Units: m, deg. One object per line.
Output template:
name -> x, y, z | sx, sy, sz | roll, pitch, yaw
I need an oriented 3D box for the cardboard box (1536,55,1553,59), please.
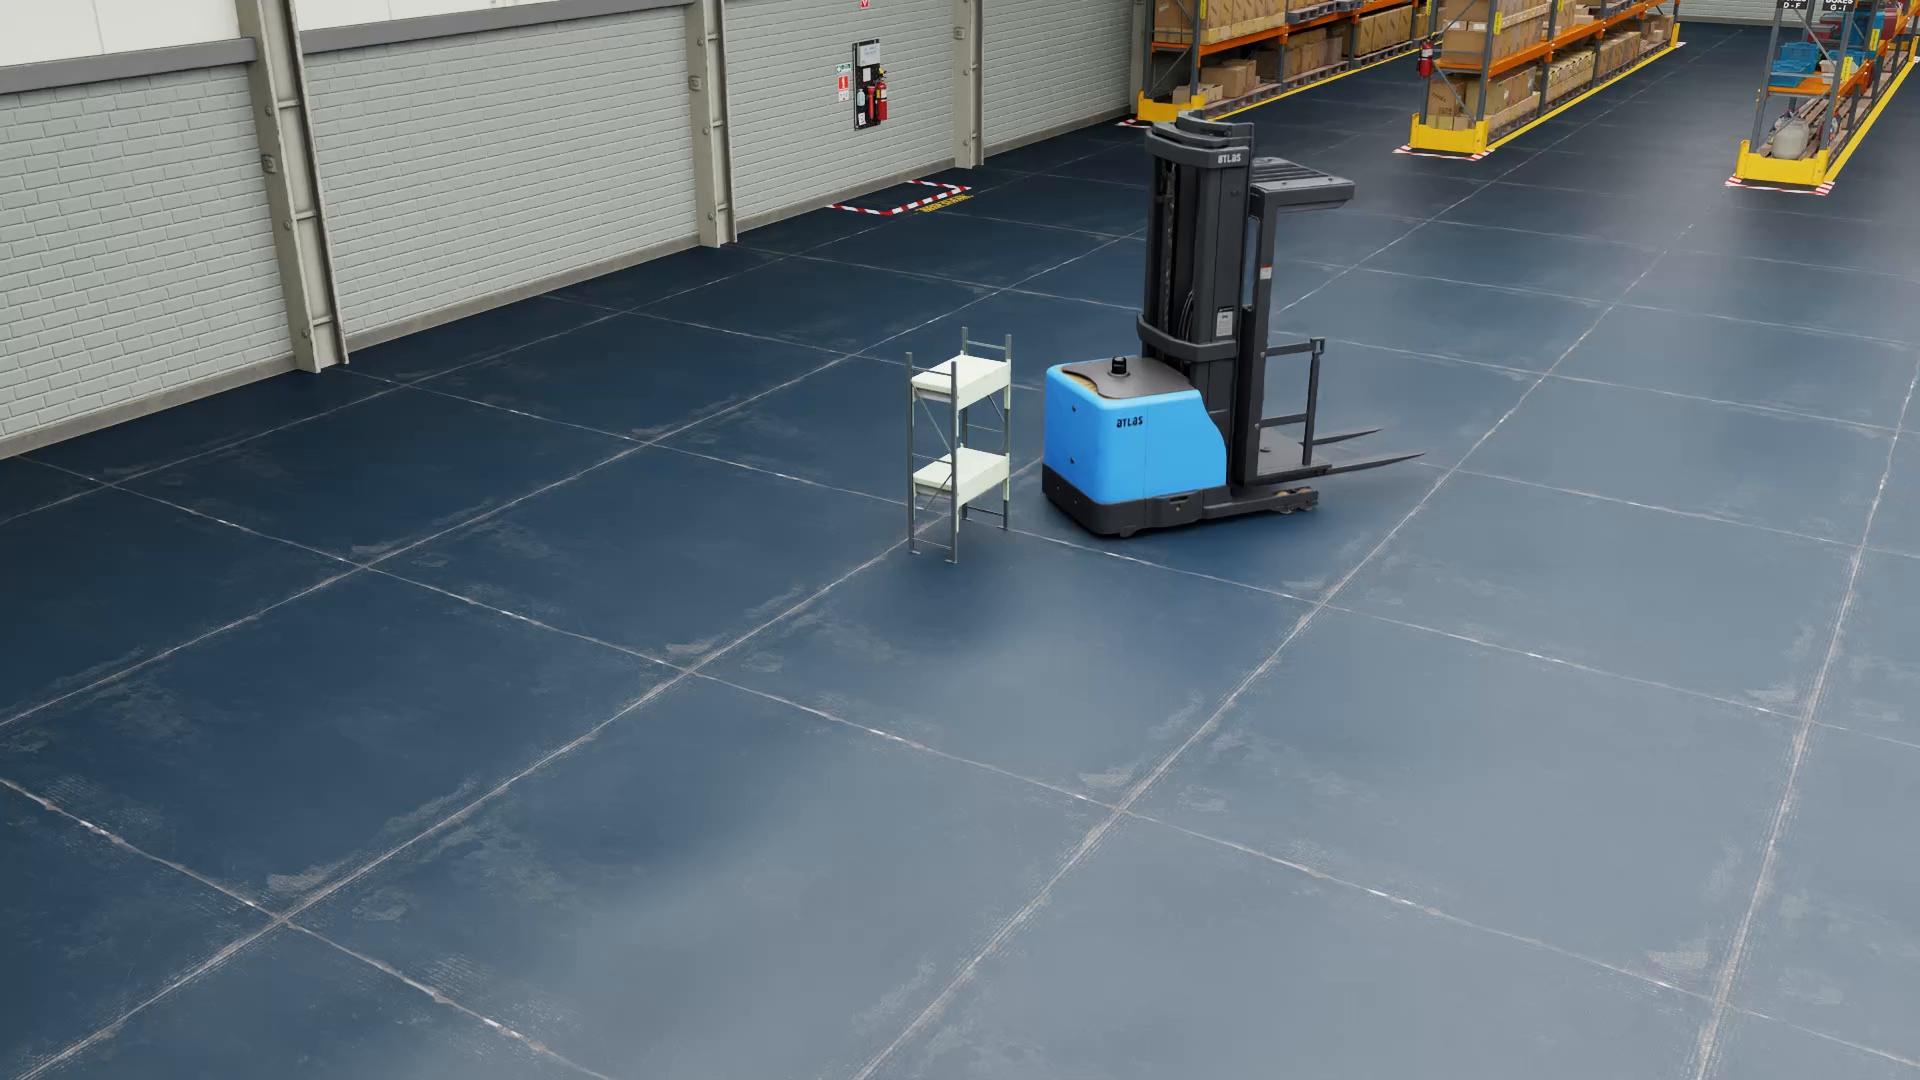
cardboard box -> 11.024, -9.118, 31.764 | 0.500, 0.311, 0.500 | 13, 27, 28

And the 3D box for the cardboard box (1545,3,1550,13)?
cardboard box -> 10.019, -9.253, 28.906 | 0.380, 0.149, 0.250 | 14, 27, 29

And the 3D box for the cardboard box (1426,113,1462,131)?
cardboard box -> 7.902, -6.870, 27.275 | 0.500, 0.250, 0.500 | 14, 27, 29

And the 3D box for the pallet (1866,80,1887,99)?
pallet -> 17.321, -8.762, 32.224 | 1.003, 0.211, 1.213 | 14, 27, 29

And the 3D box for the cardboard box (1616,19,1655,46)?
cardboard box -> 15.187, -11.437, 37.483 | 0.797, 0.503, 0.637 | 14, 27, 29

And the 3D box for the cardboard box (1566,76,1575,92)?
cardboard box -> 11.214, -8.580, 31.227 | 0.500, 0.250, 0.500 | 14, 27, 30

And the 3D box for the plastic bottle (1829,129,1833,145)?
plastic bottle -> 13.531, -6.302, 25.913 | 0.097, 0.271, 0.097 | 0, 23, 0

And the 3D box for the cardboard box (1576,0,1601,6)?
cardboard box -> 12.327, -10.871, 32.931 | 0.700, 0.500, 0.500 | 5, 24, 11

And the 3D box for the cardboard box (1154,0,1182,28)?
cardboard box -> 3.728, -9.221, 28.994 | 0.500, 0.500, 0.500 | 14, 27, 28

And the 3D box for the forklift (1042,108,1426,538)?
forklift -> 2.204, -1.728, 12.552 | 3.031, 2.935, 1.130 | -9, 25, -21

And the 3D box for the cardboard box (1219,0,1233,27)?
cardboard box -> 4.436, -9.280, 29.131 | 0.500, 0.500, 0.500 | 14, 27, 29

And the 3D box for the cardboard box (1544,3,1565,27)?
cardboard box -> 10.677, -9.525, 30.352 | 0.500, 0.500, 0.500 | 16, 28, 33

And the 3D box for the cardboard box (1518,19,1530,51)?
cardboard box -> 9.211, -8.593, 28.198 | 0.700, 0.500, 0.500 | 14, 27, 30

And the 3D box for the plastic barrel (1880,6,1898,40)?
plastic barrel -> 16.309, -9.199, 29.552 | 0.600, 0.536, 0.708 | 14, 27, 29

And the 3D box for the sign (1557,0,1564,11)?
sign -> 10.453, -9.364, 28.915 | 0.100, 0.325, 0.005 | 14, 27, 29

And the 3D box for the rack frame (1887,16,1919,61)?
rack frame -> 20.517, -12.057, 36.325 | 1.000, 3.000, 0.127 | 14, 27, 29

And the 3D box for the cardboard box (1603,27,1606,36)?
cardboard box -> 13.211, -10.695, 34.829 | 0.500, 0.250, 0.500 | 14, 27, 29

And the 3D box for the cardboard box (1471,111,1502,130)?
cardboard box -> 8.603, -6.931, 27.416 | 0.500, 0.250, 0.500 | 14, 27, 29

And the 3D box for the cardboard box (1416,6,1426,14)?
cardboard box -> 10.807, -12.434, 38.999 | 0.380, 0.149, 0.250 | 15, 28, 31

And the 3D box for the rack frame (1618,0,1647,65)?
rack frame -> 14.200, -11.746, 35.607 | 1.000, 3.000, 0.127 | 14, 27, 29

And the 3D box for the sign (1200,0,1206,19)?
sign -> 4.121, -9.016, 28.212 | 0.100, 0.325, 0.005 | 14, 27, 29

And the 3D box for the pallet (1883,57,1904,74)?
pallet -> 19.404, -10.097, 35.307 | 1.003, 0.211, 1.213 | 14, 27, 29

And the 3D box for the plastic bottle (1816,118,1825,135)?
plastic bottle -> 13.851, -6.639, 26.684 | 0.152, 0.276, 0.135 | 14, 27, 29

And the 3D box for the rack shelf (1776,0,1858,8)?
rack shelf -> 13.132, -8.378, 24.957 | 1.077, 0.370, 4.000 | 14, 27, 29

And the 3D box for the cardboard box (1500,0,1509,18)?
cardboard box -> 8.428, -8.688, 26.786 | 0.700, 0.500, 0.500 | 13, 27, 28

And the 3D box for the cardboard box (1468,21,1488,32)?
cardboard box -> 8.260, -8.127, 26.304 | 0.380, 0.149, 0.250 | 14, 27, 29

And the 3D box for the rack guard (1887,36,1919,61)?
rack guard -> 20.518, -10.920, 36.847 | 1.175, 0.500, 0.348 | 14, 27, 29

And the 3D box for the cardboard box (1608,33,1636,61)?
cardboard box -> 13.916, -10.409, 35.112 | 0.500, 0.500, 0.500 | 14, 27, 29

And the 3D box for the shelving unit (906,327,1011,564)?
shelving unit -> -0.004, -0.686, 11.947 | 0.431, 1.500, 0.755 | 14, 27, 29

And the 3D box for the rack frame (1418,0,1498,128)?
rack frame -> 7.871, -7.696, 26.251 | 1.000, 3.000, 0.127 | 14, 27, 29

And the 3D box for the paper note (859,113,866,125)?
paper note -> -1.358, -5.850, 23.095 | 0.016, 0.148, 0.142 | 14, 27, 29

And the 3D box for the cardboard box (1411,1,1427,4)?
cardboard box -> 11.044, -12.875, 40.016 | 0.380, 0.149, 0.250 | 14, 27, 29

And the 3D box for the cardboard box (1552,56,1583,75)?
cardboard box -> 11.486, -9.009, 31.512 | 0.500, 0.311, 0.500 | 14, 27, 29

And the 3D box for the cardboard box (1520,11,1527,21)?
cardboard box -> 9.210, -8.734, 27.708 | 0.380, 0.149, 0.250 | 15, 28, 31

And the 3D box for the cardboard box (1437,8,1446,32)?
cardboard box -> 11.287, -12.582, 40.157 | 0.700, 0.500, 0.500 | 13, 27, 27

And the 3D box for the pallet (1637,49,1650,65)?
pallet -> 14.563, -10.698, 36.696 | 1.003, 0.211, 1.213 | 14, 27, 29

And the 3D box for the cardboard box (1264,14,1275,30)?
cardboard box -> 5.508, -9.633, 30.890 | 0.500, 0.250, 0.500 | 14, 27, 29

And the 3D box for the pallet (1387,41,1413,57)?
pallet -> 9.647, -11.227, 37.918 | 1.003, 0.211, 1.213 | 14, 27, 29

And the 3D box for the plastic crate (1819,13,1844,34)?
plastic crate -> 15.184, -8.905, 28.963 | 0.402, 0.464, 0.583 | 14, 27, 29

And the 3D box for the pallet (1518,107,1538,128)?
pallet -> 9.525, -7.507, 29.324 | 1.003, 0.211, 1.213 | 14, 27, 29

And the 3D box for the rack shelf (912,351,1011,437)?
rack shelf -> -0.003, -1.044, 11.792 | 0.431, 0.370, 0.720 | 14, 27, 29

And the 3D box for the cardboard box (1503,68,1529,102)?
cardboard box -> 9.387, -7.783, 28.441 | 0.500, 0.500, 0.500 | 14, 27, 29

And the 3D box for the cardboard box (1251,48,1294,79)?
cardboard box -> 6.144, -9.389, 32.756 | 0.700, 0.500, 0.500 | 15, 28, 31

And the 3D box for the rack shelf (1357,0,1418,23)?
rack shelf -> 8.935, -11.778, 36.586 | 1.077, 0.370, 4.000 | 14, 27, 29

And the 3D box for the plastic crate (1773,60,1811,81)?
plastic crate -> 12.434, -7.038, 24.919 | 0.499, 0.251, 0.408 | 14, 27, 29

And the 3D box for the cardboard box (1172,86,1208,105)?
cardboard box -> 4.101, -7.915, 29.589 | 0.500, 0.311, 0.500 | 11, 26, 23

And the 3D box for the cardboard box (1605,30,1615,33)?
cardboard box -> 13.738, -10.689, 35.757 | 0.500, 0.500, 0.500 | 13, 26, 27

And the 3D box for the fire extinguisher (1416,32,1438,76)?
fire extinguisher -> 7.414, -7.718, 26.400 | 0.296, 0.674, 0.183 | 14, 27, 29

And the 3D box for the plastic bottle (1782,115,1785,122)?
plastic bottle -> 13.085, -6.600, 26.501 | 0.144, 0.351, 0.185 | 14, 27, 29

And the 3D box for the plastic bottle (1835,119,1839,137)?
plastic bottle -> 13.940, -6.556, 26.483 | 0.061, 0.283, 0.133 | 16, 28, 32

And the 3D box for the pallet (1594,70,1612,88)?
pallet -> 12.516, -9.360, 33.606 | 1.003, 0.211, 1.213 | 14, 27, 29

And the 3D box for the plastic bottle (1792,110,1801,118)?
plastic bottle -> 13.531, -6.777, 26.910 | 0.144, 0.351, 0.185 | 14, 27, 29

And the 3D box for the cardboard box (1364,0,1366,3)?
cardboard box -> 8.391, -11.472, 35.266 | 0.380, 0.149, 0.250 | 14, 27, 30
